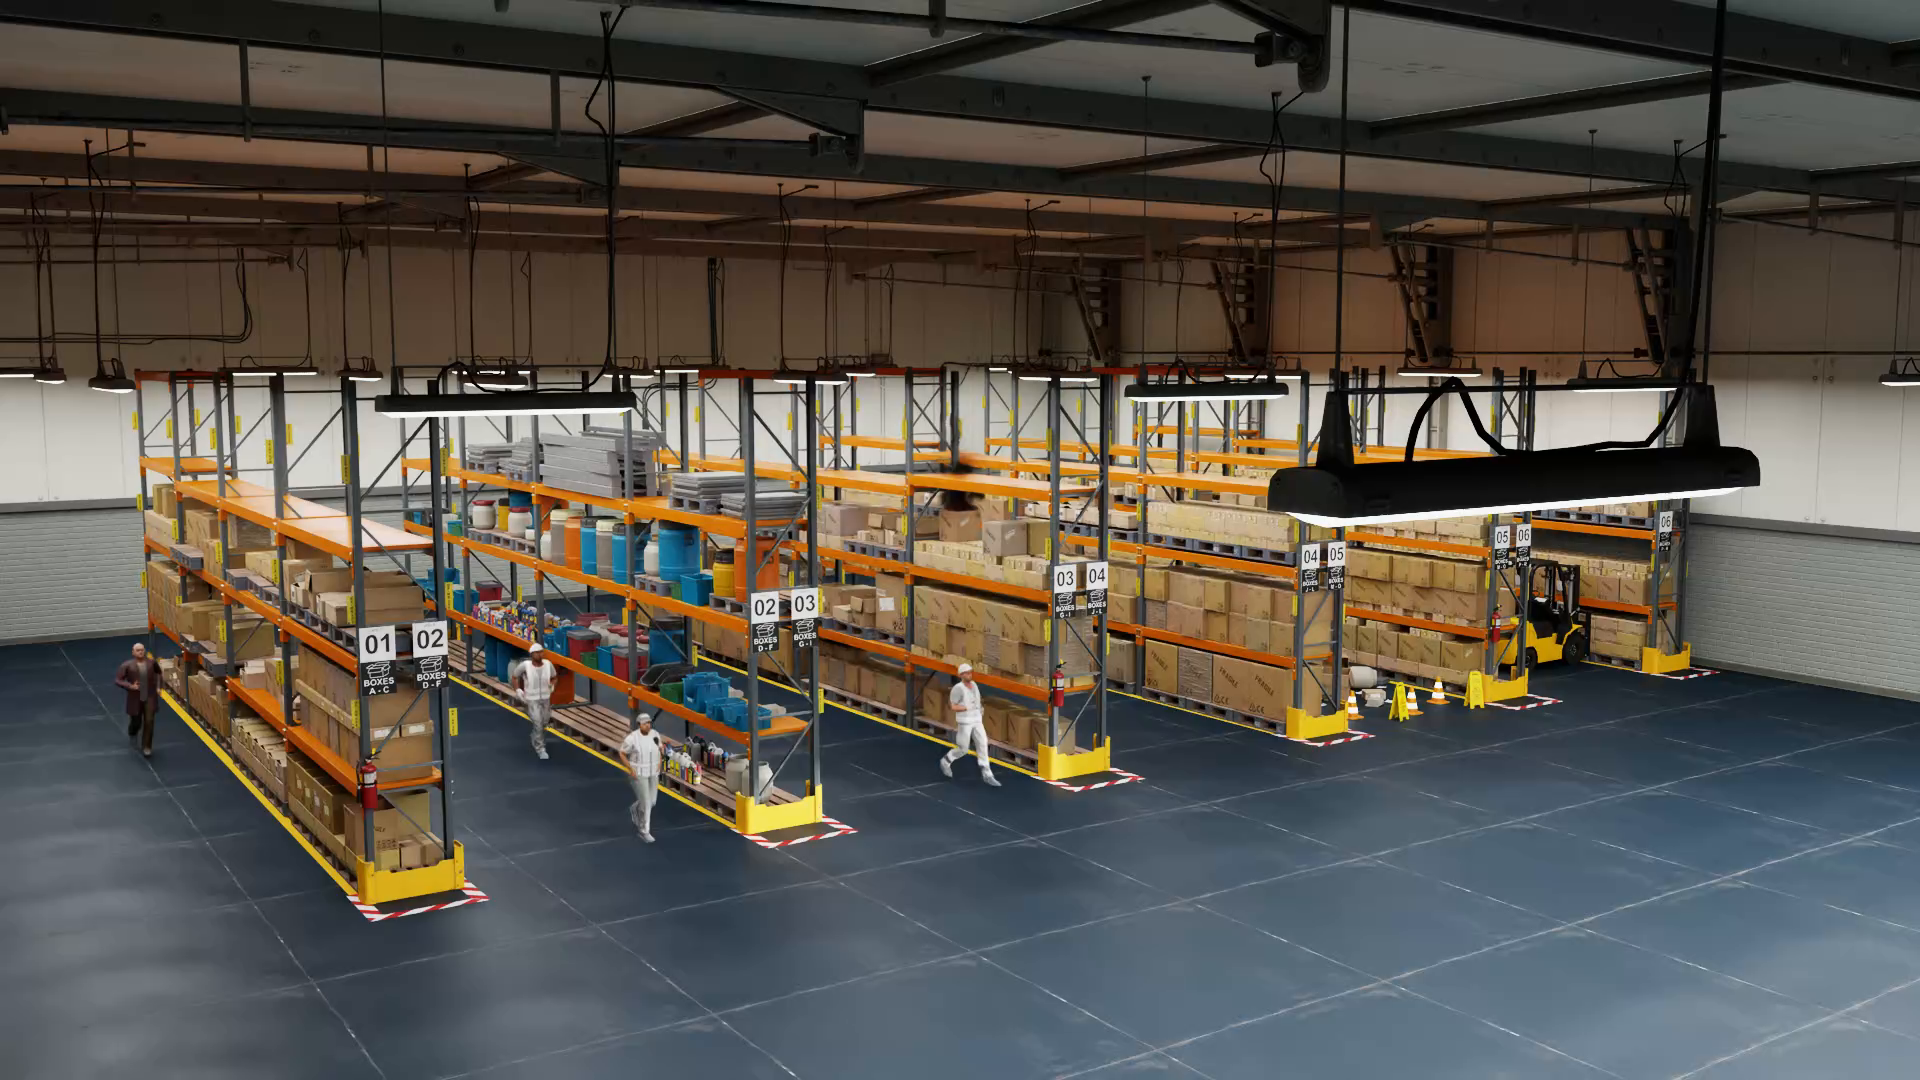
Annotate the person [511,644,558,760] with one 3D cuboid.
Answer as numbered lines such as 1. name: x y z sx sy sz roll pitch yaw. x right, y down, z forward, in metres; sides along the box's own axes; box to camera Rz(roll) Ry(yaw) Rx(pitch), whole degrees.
1. person: -6.640 2.496 26.095 0.705 1.773 0.879 -5 8 -36

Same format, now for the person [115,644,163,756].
1. person: -12.941 2.516 26.270 0.718 1.705 0.833 -5 8 -38

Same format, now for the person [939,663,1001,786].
1. person: 0.166 2.683 24.376 0.674 1.744 1.064 -6 9 -43

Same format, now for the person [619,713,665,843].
1. person: -4.176 3.070 21.775 0.608 1.679 0.731 -6 9 -41
